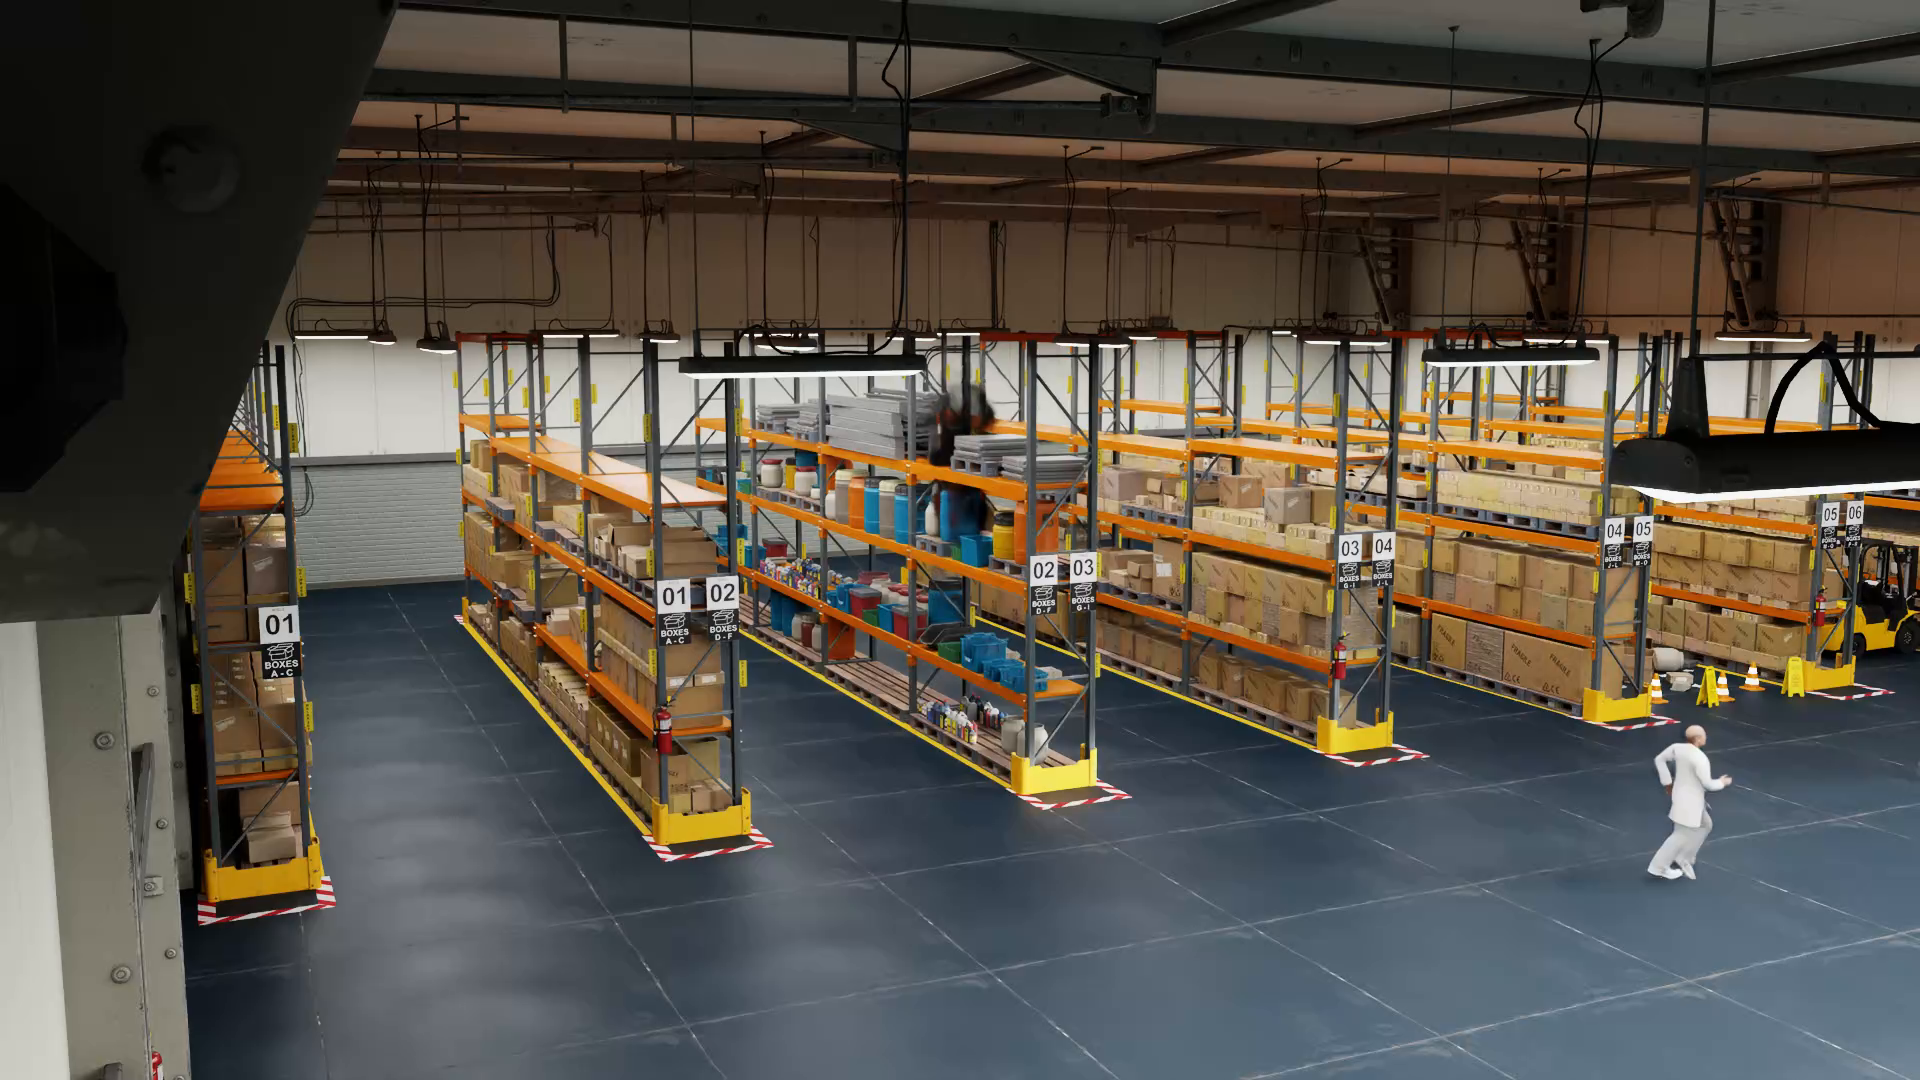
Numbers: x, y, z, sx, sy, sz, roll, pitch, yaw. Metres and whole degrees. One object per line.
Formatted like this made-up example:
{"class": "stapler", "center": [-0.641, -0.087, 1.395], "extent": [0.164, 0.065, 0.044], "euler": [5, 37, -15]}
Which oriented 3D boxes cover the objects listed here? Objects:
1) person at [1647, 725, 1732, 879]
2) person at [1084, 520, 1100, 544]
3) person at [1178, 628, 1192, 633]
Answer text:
{"class": "person", "center": [8.181, 3.004, 18.648], "extent": [0.877, 1.715, 0.668], "euler": [0, 8, 2]}
{"class": "person", "center": [2.926, 0.362, 38.356], "extent": [0.592, 1.687, 0.784], "euler": [-2, 8, -16]}
{"class": "person", "center": [4.462, 1.149, 32.078], "extent": [0.627, 1.815, 0.821], "euler": [-5, 9, -34]}
